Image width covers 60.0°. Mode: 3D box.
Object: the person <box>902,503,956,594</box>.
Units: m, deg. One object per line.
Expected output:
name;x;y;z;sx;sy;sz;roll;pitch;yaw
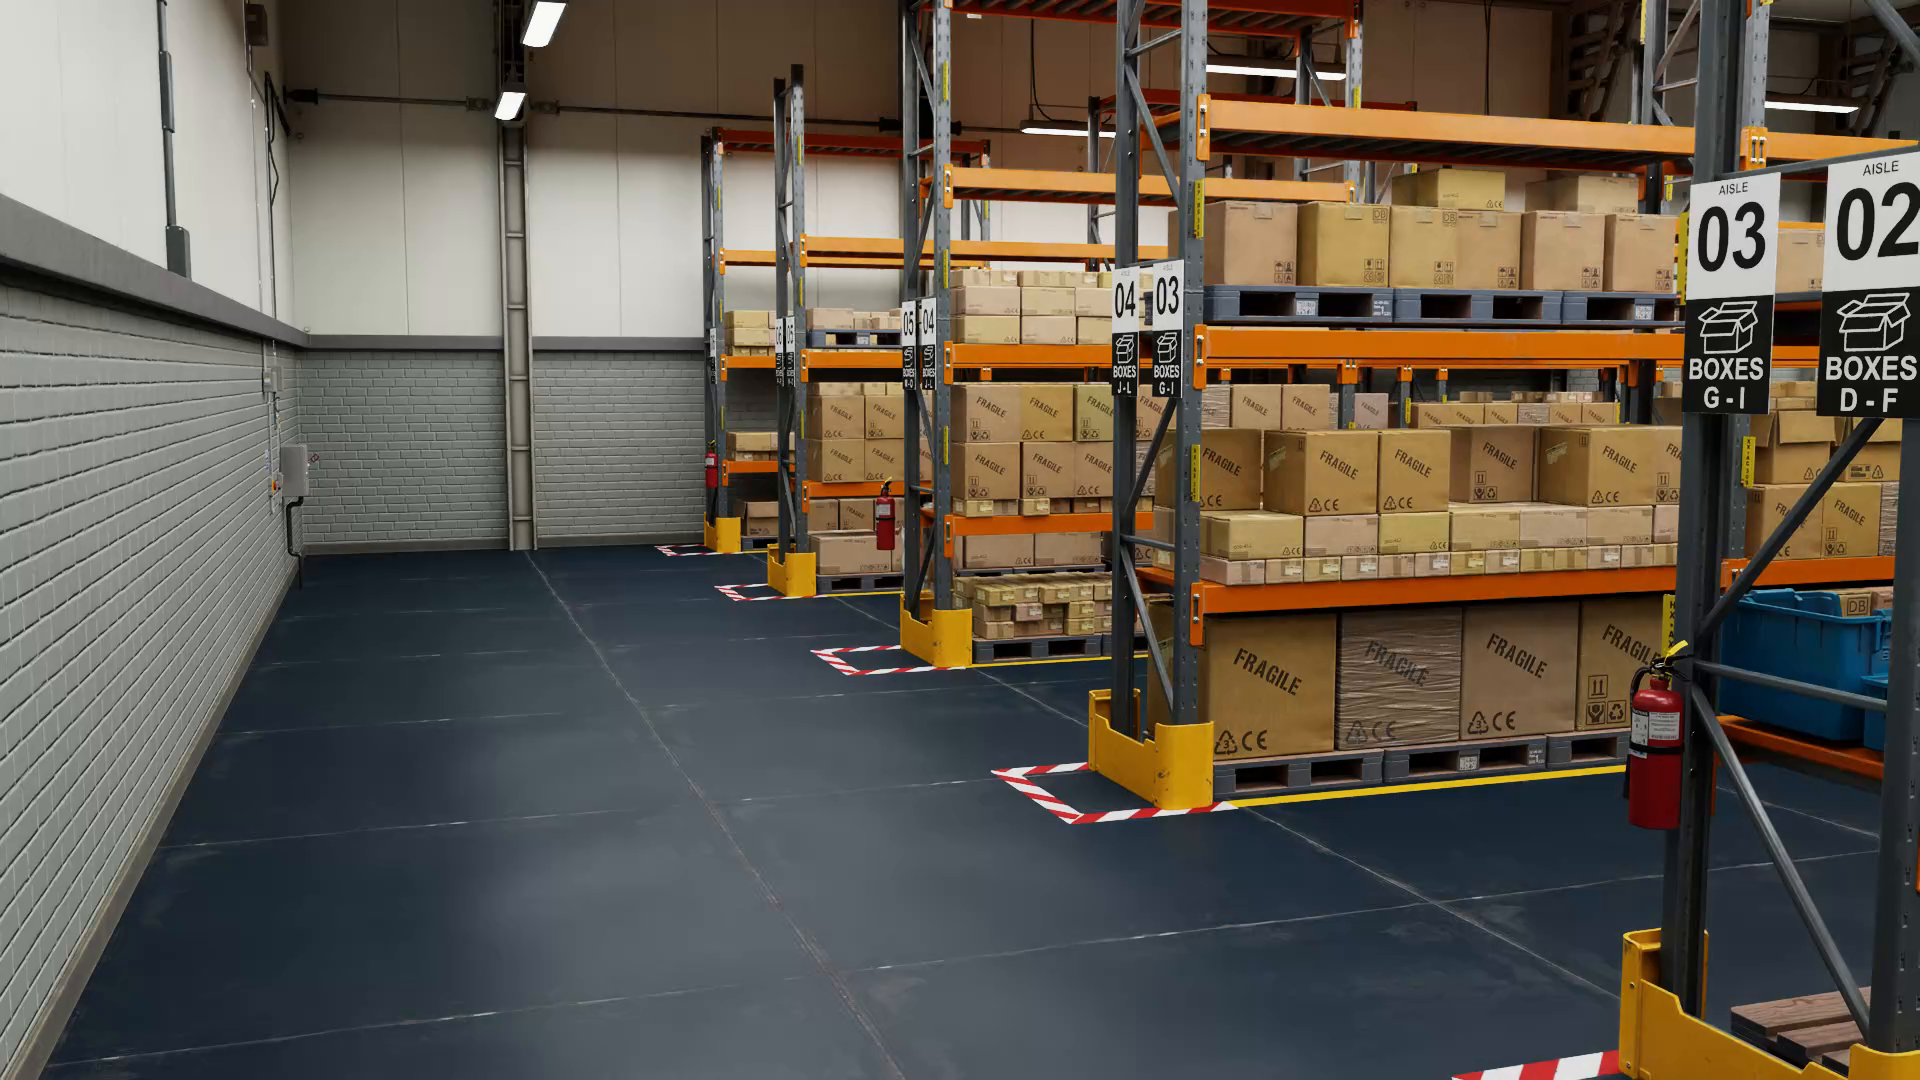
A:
person;-0.293;0.196;16.851;0.497;1.354;0.899;-2;6;-21
